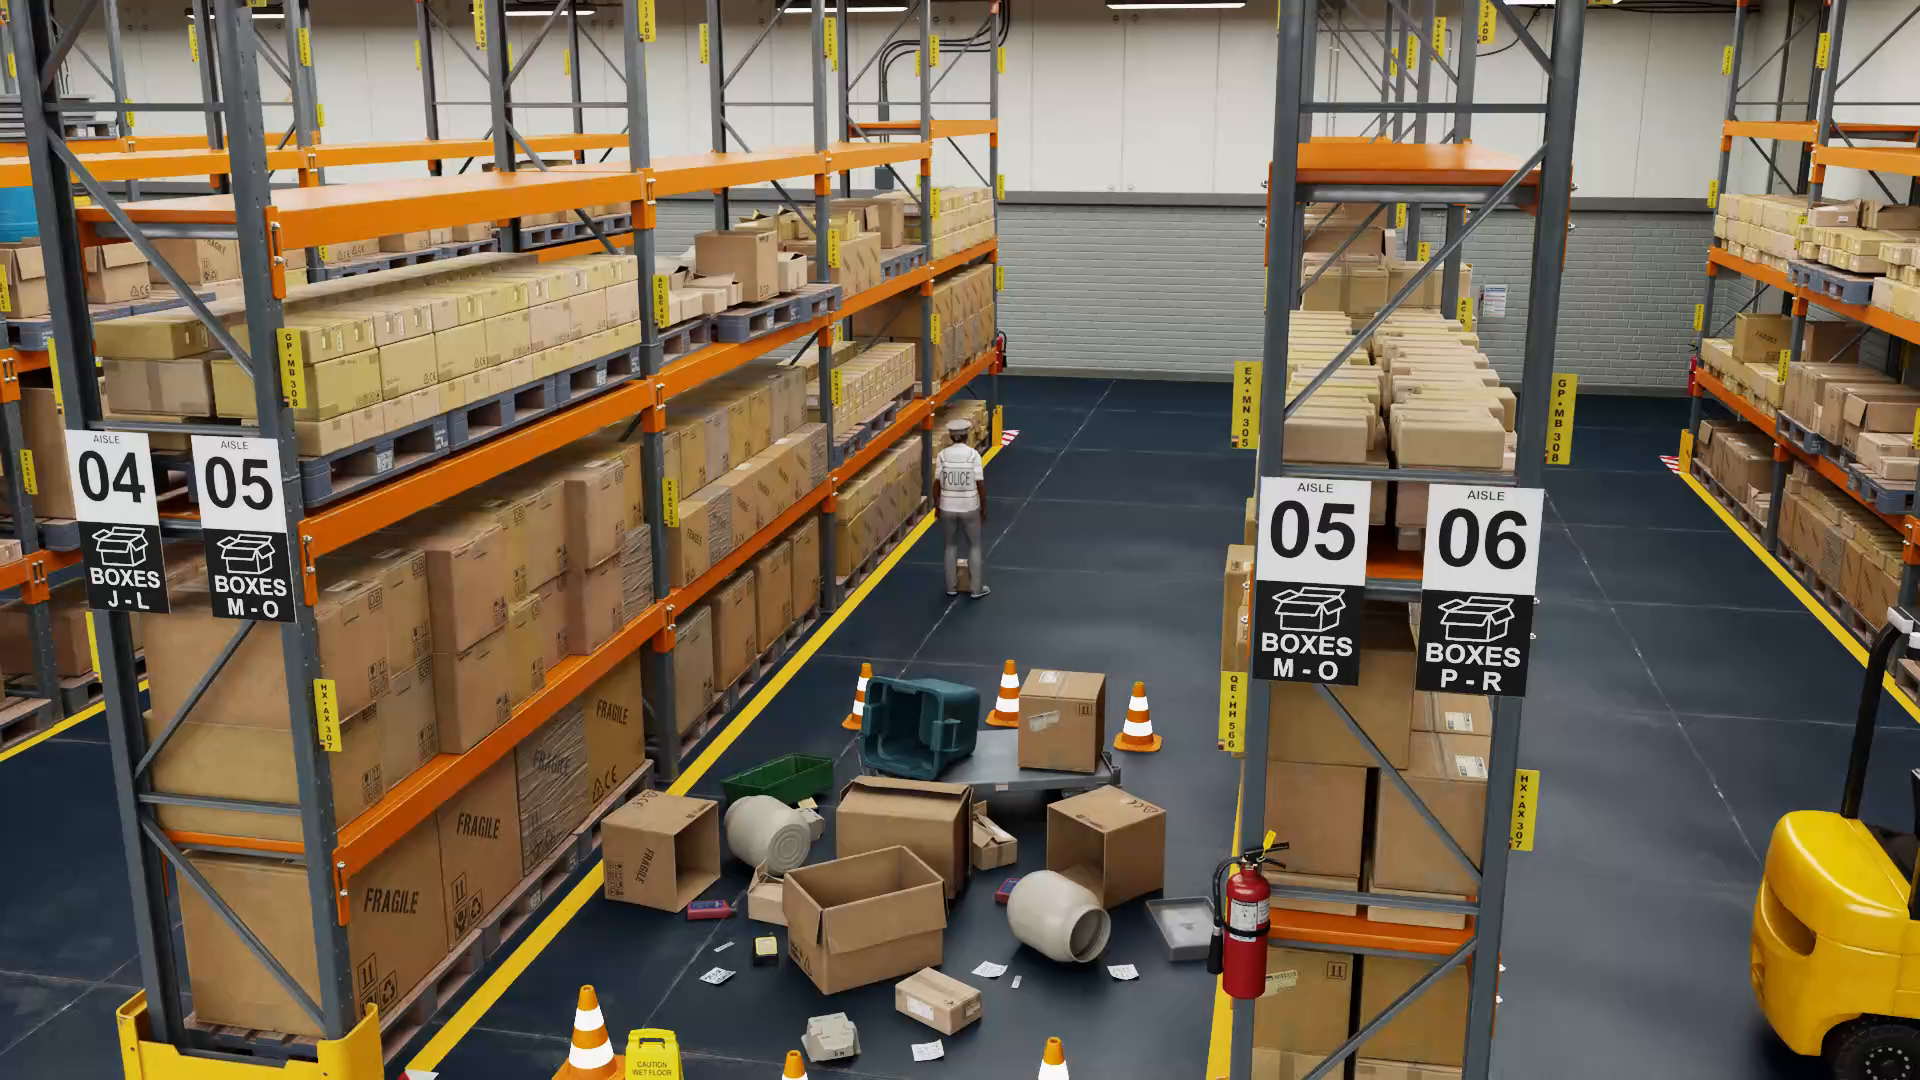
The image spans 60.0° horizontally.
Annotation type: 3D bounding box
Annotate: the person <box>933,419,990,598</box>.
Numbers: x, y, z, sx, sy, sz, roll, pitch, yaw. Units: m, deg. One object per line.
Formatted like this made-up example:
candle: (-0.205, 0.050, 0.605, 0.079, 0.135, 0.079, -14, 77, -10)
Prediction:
person: (0.011, -0.285, 15.596, 0.520, 1.659, 0.417, 3, 15, 10)
